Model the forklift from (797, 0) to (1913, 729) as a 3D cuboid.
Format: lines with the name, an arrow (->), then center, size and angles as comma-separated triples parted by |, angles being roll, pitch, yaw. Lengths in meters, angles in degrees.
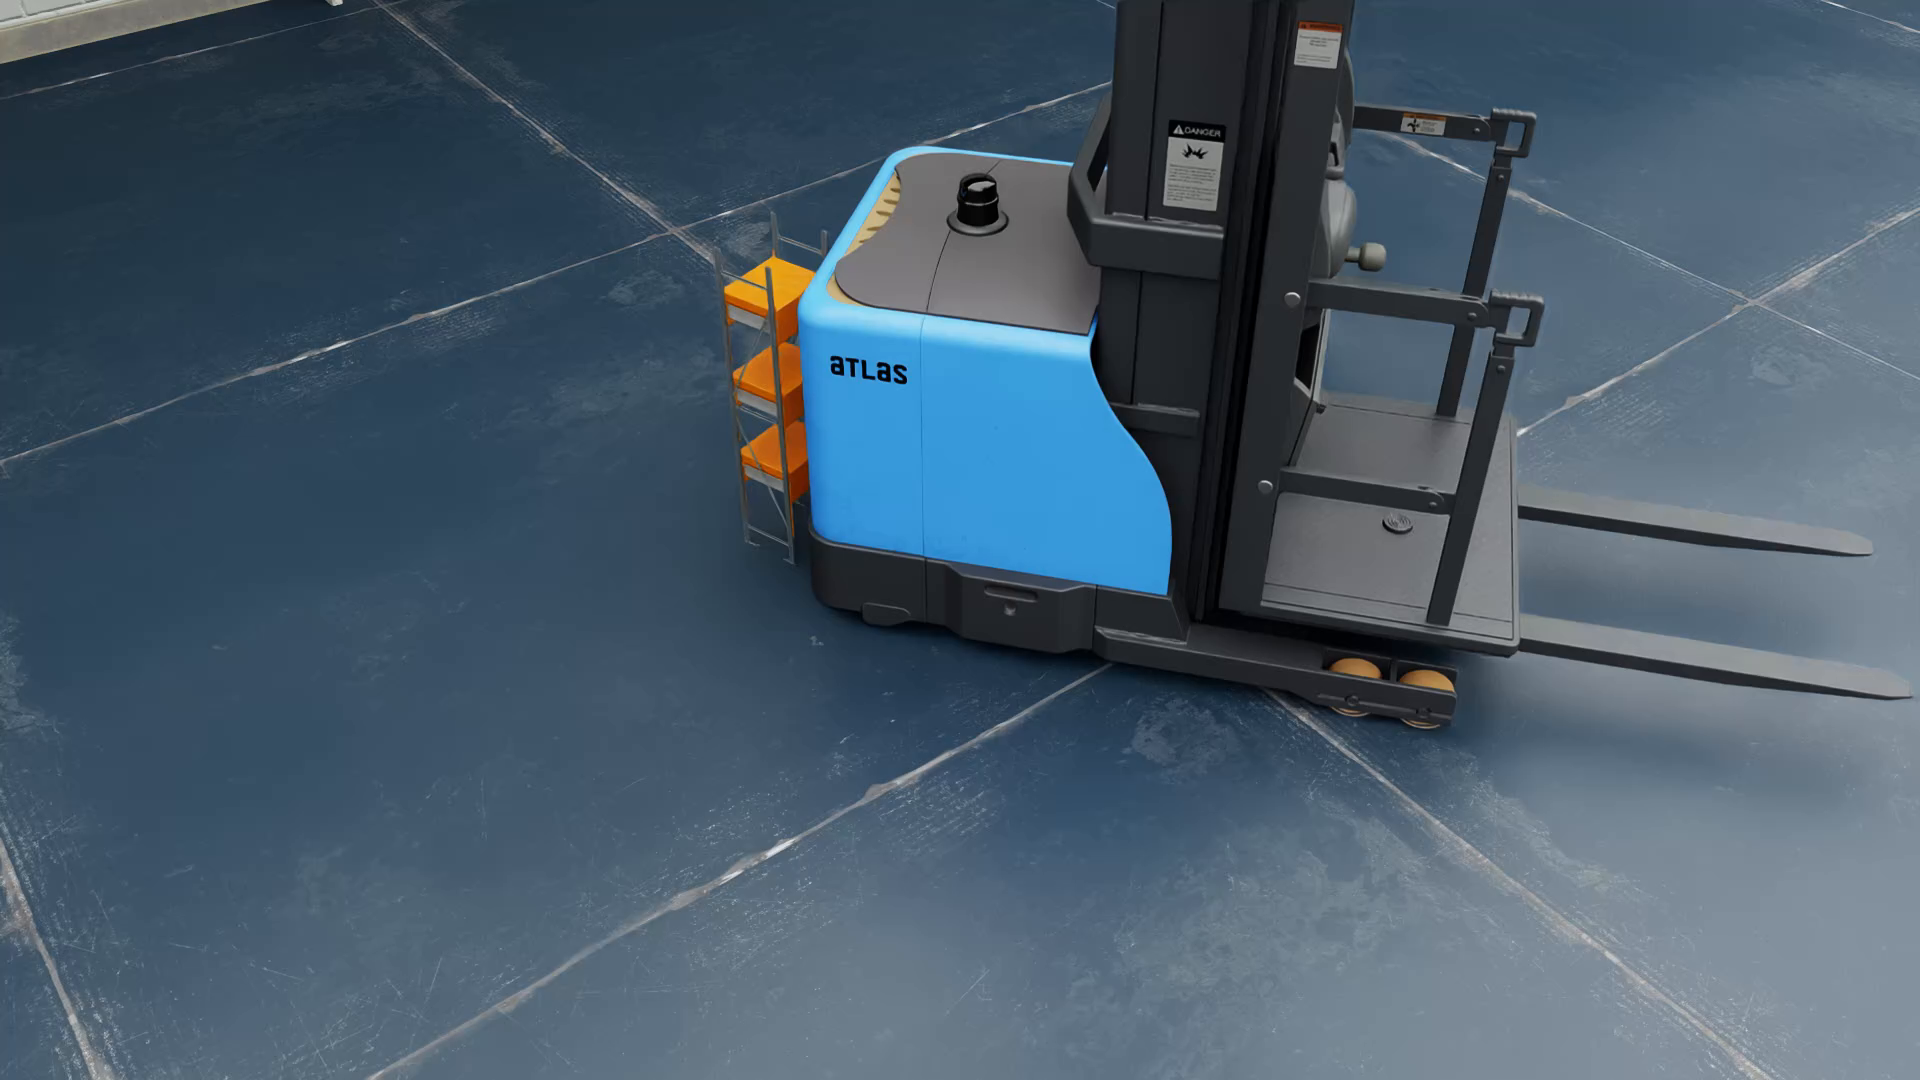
forklift -> 1.132, -0.984, 4.139 | 3.031, 2.935, 1.130 | 9, 40, 11

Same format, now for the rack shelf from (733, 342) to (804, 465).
rack shelf -> -0.525, -0.420, 4.951 | 0.215, 0.259, 0.240 | 24, 45, 26

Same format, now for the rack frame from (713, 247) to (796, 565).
rack frame -> -0.594, -0.364, 4.866 | 0.200, 1.050, 0.008 | 24, 45, 26

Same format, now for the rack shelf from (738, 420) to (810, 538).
rack shelf -> -0.525, -0.205, 5.127 | 0.215, 0.259, 0.240 | 24, 45, 26

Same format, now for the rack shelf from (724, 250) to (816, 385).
rack shelf -> -0.525, -0.639, 4.771 | 0.215, 0.259, 0.240 | 24, 45, 26

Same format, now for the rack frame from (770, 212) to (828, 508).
rack frame -> -0.456, -0.492, 5.022 | 0.200, 1.050, 0.008 | 24, 45, 26

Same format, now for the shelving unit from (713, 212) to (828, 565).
shelving unit -> -0.525, -0.428, 4.944 | 0.215, 1.050, 0.252 | 24, 45, 26
